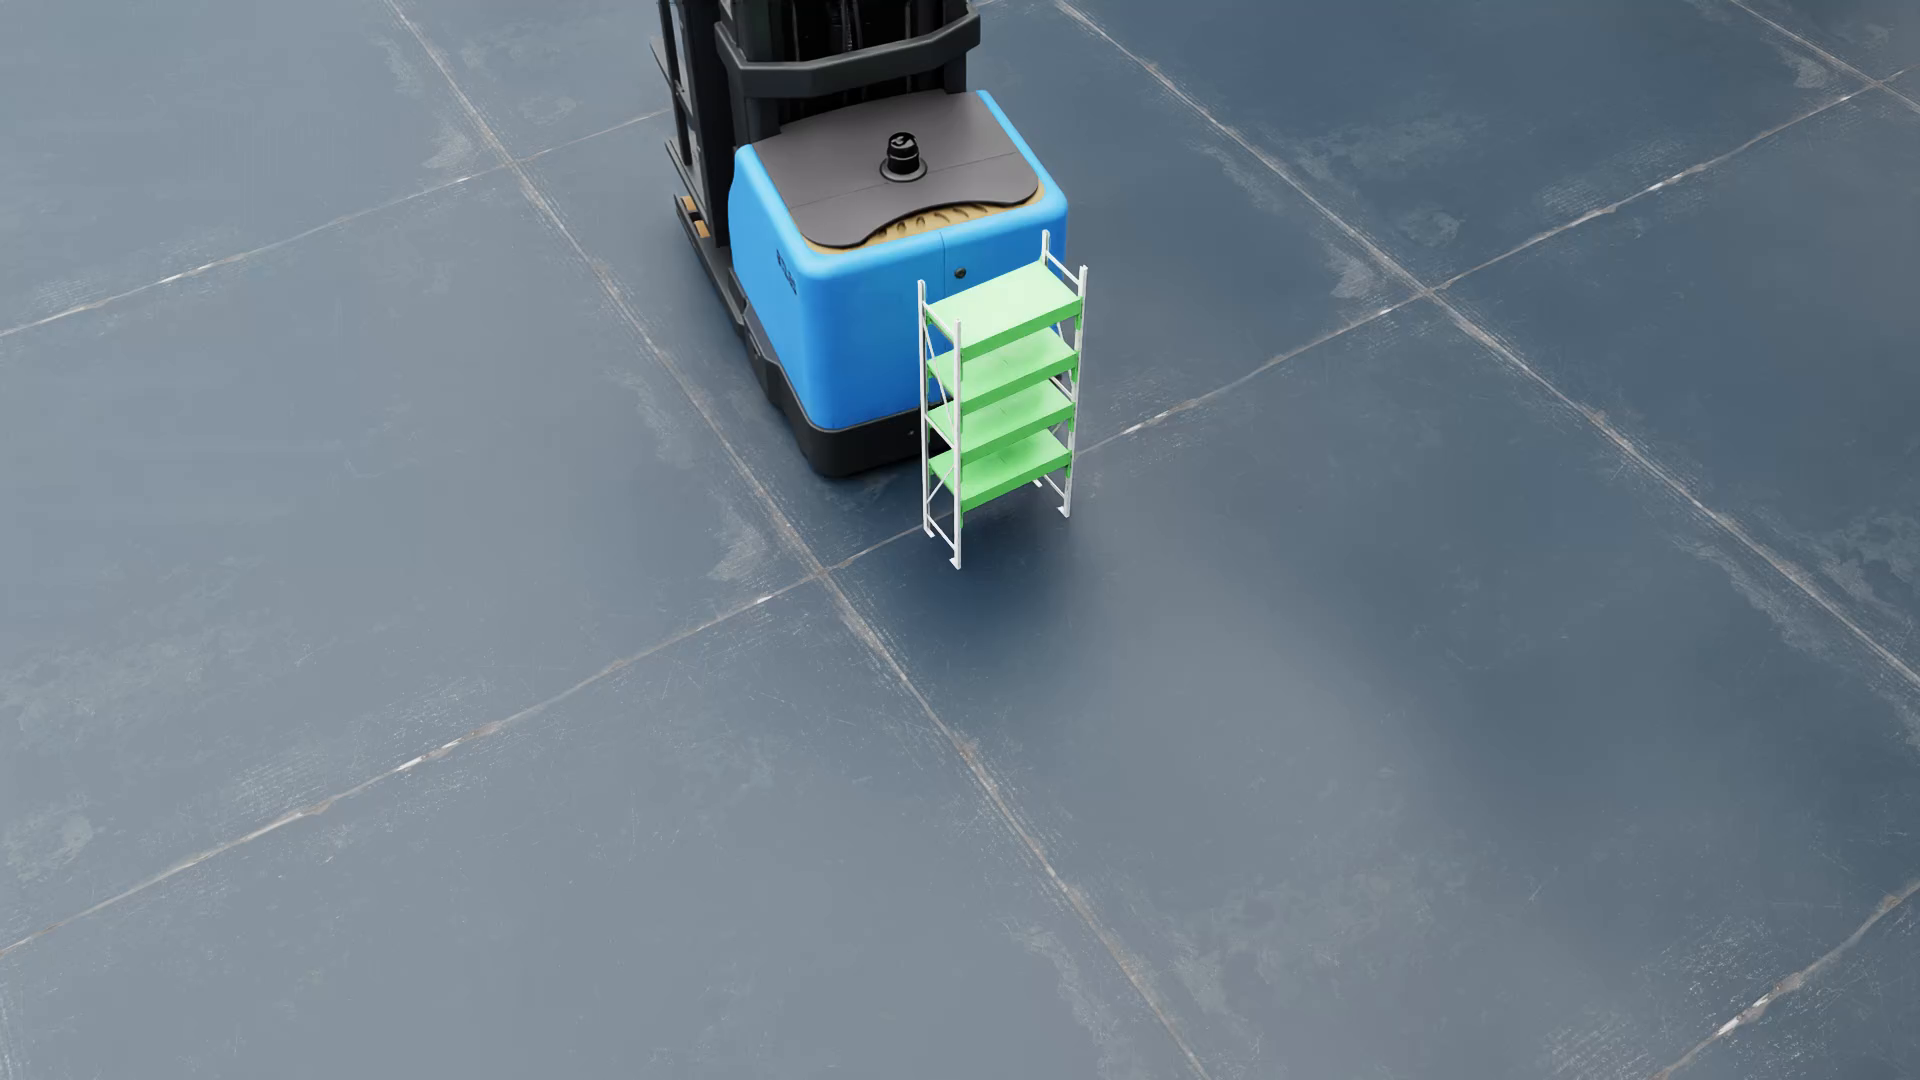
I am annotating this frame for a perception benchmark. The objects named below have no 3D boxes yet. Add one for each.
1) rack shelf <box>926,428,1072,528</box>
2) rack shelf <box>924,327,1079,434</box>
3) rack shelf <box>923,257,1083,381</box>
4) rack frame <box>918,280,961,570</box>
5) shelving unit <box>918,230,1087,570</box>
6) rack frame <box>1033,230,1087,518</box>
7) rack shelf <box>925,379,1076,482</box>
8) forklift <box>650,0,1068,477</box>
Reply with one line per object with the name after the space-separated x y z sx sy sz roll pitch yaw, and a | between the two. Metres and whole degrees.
0.140 -0.263 6.088 0.480 0.148 0.258 -25 53 -21 | rack shelf
0.140 -0.582 5.729 0.480 0.148 0.258 -25 53 -21 | rack shelf
0.140 -0.742 5.550 0.480 0.148 0.258 -25 53 -21 | rack shelf
-0.066 -0.368 5.774 0.015 1.200 0.240 -25 53 -21 | rack frame
0.140 -0.465 5.861 0.503 1.200 0.258 -25 53 -21 | shelving unit
0.346 -0.562 5.947 0.015 1.200 0.240 -25 53 -21 | rack frame
0.140 -0.422 5.908 0.480 0.148 0.258 -25 53 -21 | rack shelf
-0.628 -2.339 6.370 1.130 2.935 3.031 -17 51 -15 | forklift
